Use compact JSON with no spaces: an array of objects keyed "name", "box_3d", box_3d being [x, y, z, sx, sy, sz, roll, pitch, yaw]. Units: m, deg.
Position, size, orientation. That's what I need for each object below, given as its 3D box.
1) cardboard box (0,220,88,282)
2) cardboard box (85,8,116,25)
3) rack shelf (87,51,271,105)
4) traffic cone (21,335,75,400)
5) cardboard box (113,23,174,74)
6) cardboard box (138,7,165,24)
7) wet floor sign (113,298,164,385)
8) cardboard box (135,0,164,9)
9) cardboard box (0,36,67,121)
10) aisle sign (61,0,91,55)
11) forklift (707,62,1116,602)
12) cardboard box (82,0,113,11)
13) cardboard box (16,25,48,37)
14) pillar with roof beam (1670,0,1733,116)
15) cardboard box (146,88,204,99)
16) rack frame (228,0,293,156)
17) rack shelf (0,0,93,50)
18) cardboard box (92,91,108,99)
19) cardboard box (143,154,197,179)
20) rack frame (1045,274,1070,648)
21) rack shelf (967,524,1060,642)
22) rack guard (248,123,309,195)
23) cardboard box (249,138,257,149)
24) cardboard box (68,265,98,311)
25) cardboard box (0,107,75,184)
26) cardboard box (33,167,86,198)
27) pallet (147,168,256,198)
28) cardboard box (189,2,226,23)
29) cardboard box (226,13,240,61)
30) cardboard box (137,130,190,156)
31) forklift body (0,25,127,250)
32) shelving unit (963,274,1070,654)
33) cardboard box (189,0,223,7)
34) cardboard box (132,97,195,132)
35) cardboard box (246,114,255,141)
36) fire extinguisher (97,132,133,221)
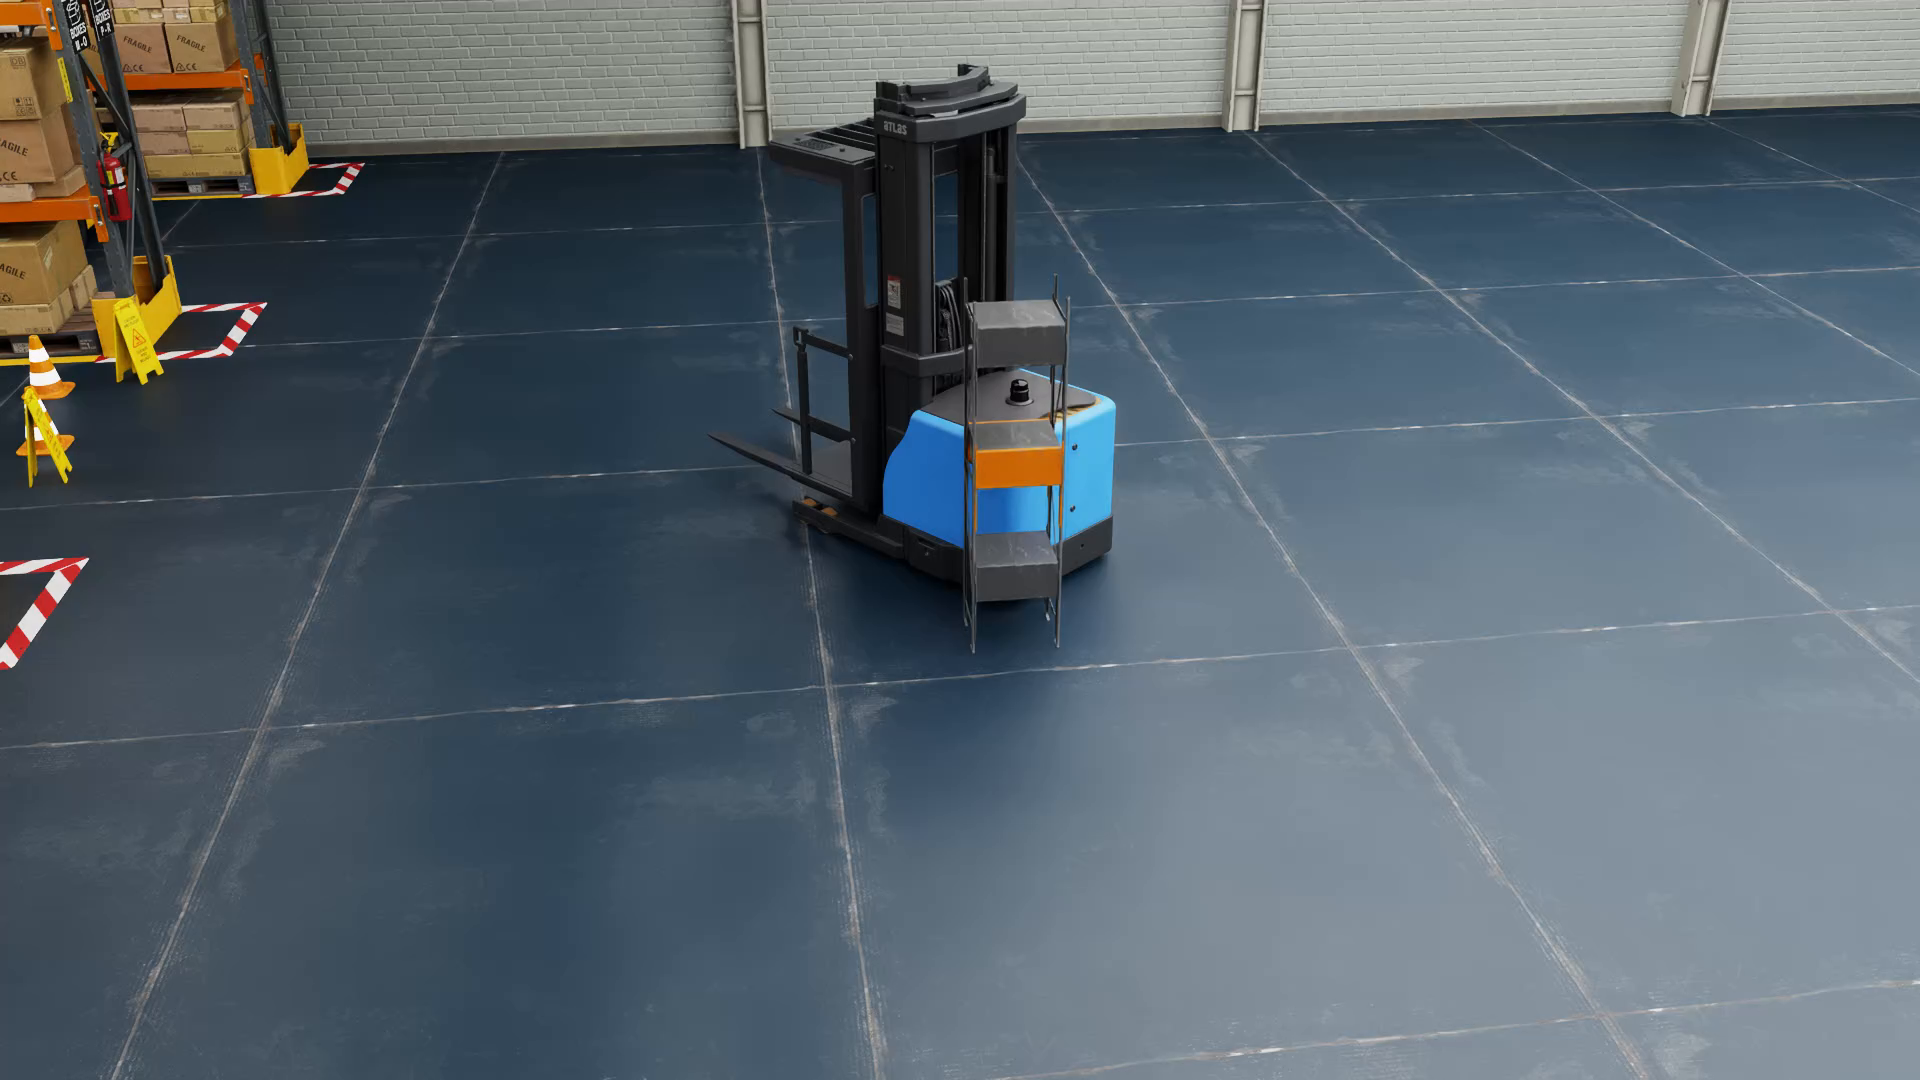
[{"name":"cardboard box","box_3d":[-7.743,-2.472,14.013,0.500,0.500,0.500,-5,28,-9]},{"name":"cardboard box","box_3d":[-8.901,-5.464,17.293,0.250,0.149,0.380,-5,28,-9]},{"name":"rack shelf","box_3d":[-9.557,-4.900,17.801,4.000,0.370,1.077,-4,27,-7]},{"name":"traffic cone","box_3d":[-7.128,-1.364,12.902,0.334,0.463,0.336,-4,27,-7]},{"name":"cardboard box","box_3d":[-8.543,-5.213,17.514,0.500,0.500,0.500,-3,27,-5]},{"name":"cardboard box","box_3d":[-8.396,-5.513,17.388,0.250,0.149,0.380,-3,27,-6]},{"name":"wet floor sign","box_3d":[-6.545,-1.584,13.131,0.232,0.644,0.267,6,28,11]},{"name":"cardboard box","box_3d":[-8.398,-5.636,17.302,0.250,0.149,0.380,-3,27,-6]},{"name":"cardboard box","box_3d":[-7.357,-3.594,12.938,0.500,0.500,0.700,-4,27,-8]},{"name":"aisle sign","box_3d":[-6.780,-4.133,12.671,0.004,0.787,0.394,-4,27,-7]},{"name":"forklift","box_3d":[-0.459,-1.501,10.464,3.031,2.935,1.130,23,35,38]},{"name":"cardboard box","box_3d":[-8.897,-5.587,17.207,0.250,0.149,0.380,-3,27,-6]},{"name":"cardboard box","box_3d":[-9.546,-5.143,17.378,0.500,0.500,0.500,-3,27,-7]},{"name":"pillar with roof beam","box_3d":[10.032,-7.578,15.662,0.400,9.000,9.100,-4,27,-7]},{"name":"cardboard box","box_3d":[-8.574,-4.777,18.231,0.500,0.250,0.500,-4,27,-7]},{"name":"rack frame","box_3d":[-7.577,-5.347,17.885,0.127,3.000,1.000,-4,27,-7]},{"name":"rack shelf","box_3d":[-8.862,-3.991,12.744,4.000,0.370,1.077,-4,27,-7]},{"name":"cardboard box","box_3d":[-9.579,-4.720,18.121,0.500,0.250,0.500,-4,27,-8]},{"name":"cardboard box","box_3d":[-8.492,-4.110,18.027,0.500,0.250,0.500,-4,27,-7]},{"name":"rack frame","box_3d":[0.537,-0.403,9.235,0.015,2.100,0.400,-3,27,-6]},{"name":"rack shelf","box_3d":[0.295,0.245,9.534,0.480,0.518,0.431,-3,27,-6]},{"name":"rack guard","box_3d":[-7.553,-4.236,18.459,0.348,0.500,1.175,-4,27,-7]},{"name":"cardboard box","box_3d":[-8.091,-4.368,18.528,0.500,0.250,0.500,-4,27,-7]},{"name":"cardboard box","box_3d":[-7.719,-2.141,14.188,0.500,0.250,0.500,-4,27,-8]},{"name":"cardboard box","box_3d":[-7.381,-3.121,13.112,0.500,0.500,0.500,-4,27,-8]},{"name":"cardboard box","box_3d":[-7.222,-2.871,13.335,0.250,0.149,0.380,-3,27,-5]},{"name":"pallet","box_3d":[-8.328,-4.039,18.390,1.213,0.211,1.003,-4,27,-7]},{"name":"cardboard box","box_3d":[-7.881,-5.531,17.424,0.250,0.149,0.380,-3,27,-6]},{"name":"cardboard box","box_3d":[-8.106,-5.486,18.046,0.500,0.500,0.500,-3,27,-5]},{"name":"cardboard box","box_3d":[-8.514,-4.334,17.914,0.500,0.250,0.500,-4,27,-8]},{"name":"forklift body","box_3d":[-9.201,-4.024,16.237,1.214,2.155,2.313,-4,27,-7]},{"name":"shelving unit","box_3d":[0.295,-0.389,9.208,0.503,2.100,0.431,-3,27,-6]},{"name":"cardboard box","box_3d":[-7.902,-5.694,17.416,0.250,0.149,0.380,-4,27,-7]},{"name":"cardboard box","box_3d":[-8.494,-4.550,17.788,0.500,0.250,0.500,-3,27,-6]},{"name":"cardboard box","box_3d":[-8.072,-4.597,18.428,0.500,0.250,0.500,-3,27,-6]},{"name":"fire extinguisher","box_3d":[-6.704,-2.868,13.138,0.183,0.674,0.296,-4,27,-7]}]
